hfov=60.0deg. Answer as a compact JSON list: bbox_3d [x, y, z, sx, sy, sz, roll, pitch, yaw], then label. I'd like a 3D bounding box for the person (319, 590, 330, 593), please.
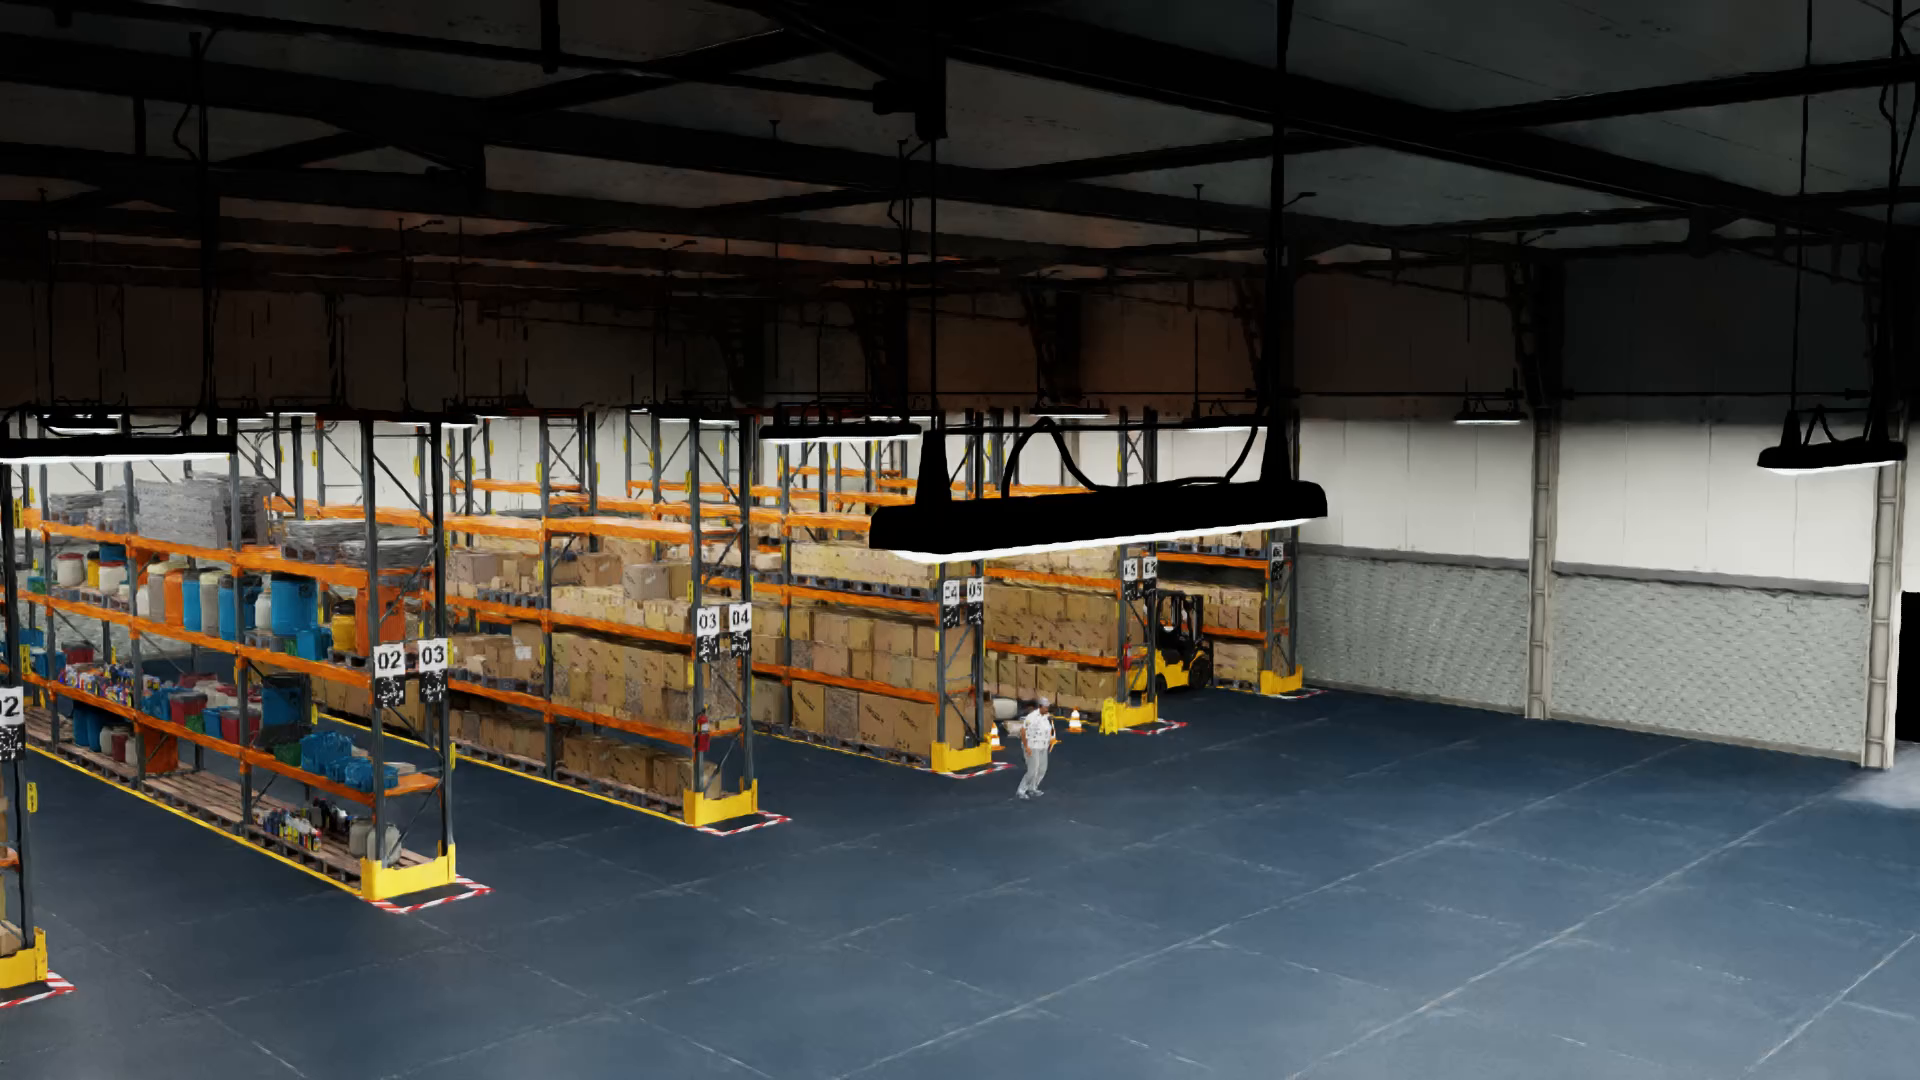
[{"bbox_3d":[-14.986,2.002,39.268,1.130,1.676,0.540,4,7,42],"label":"person"}]

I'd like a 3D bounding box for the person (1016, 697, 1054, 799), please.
[{"bbox_3d":[1.202,3.235,25.990,0.582,1.611,0.625,5,7,43],"label":"person"}]
